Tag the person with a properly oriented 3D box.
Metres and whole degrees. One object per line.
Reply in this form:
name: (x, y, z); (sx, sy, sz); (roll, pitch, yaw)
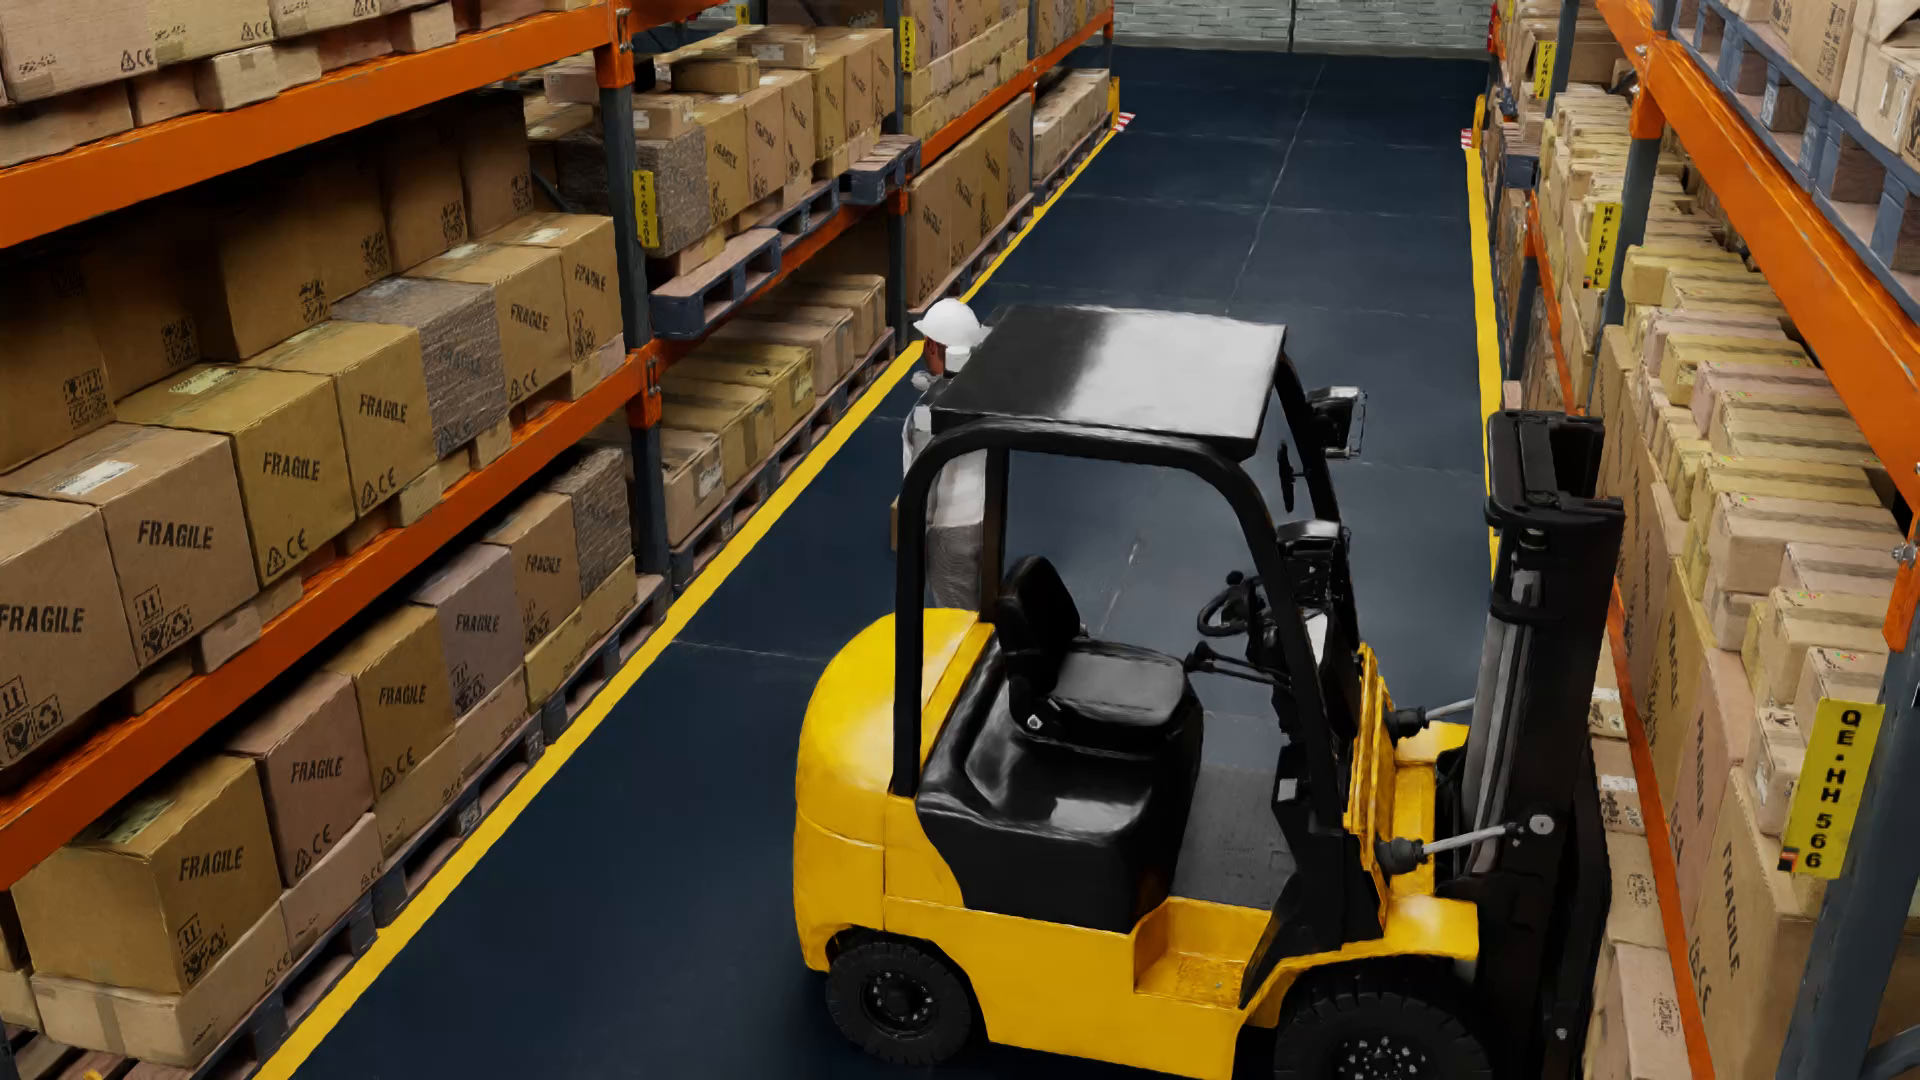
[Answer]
person: (-0.059, -0.134, 6.804); (0.575, 1.770, 0.648); (10, 27, 21)
